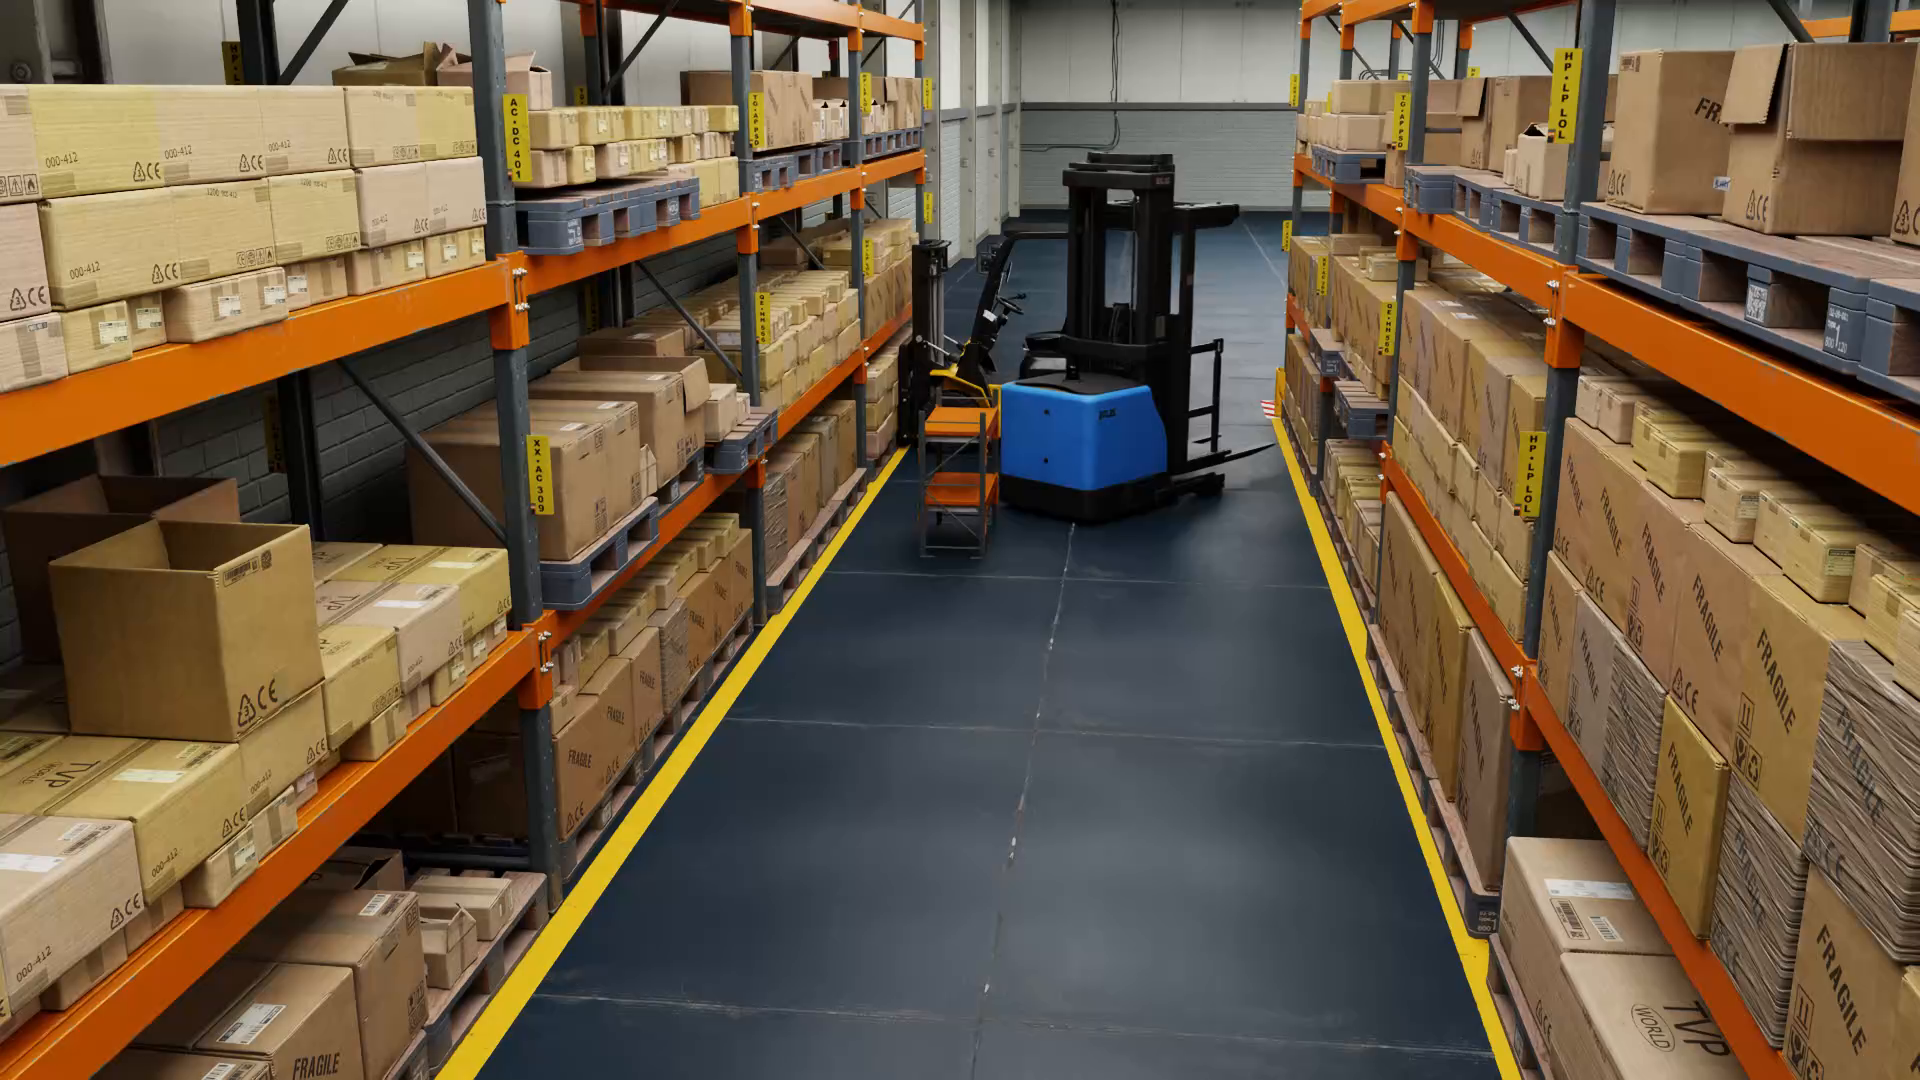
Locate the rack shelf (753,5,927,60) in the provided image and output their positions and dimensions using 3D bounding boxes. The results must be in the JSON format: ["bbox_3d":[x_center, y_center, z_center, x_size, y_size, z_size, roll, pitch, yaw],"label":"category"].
[{"bbox_3d":[-1.114,-4.808,15.847,1.077,0.370,4.000,2,15,6],"label":"rack shelf"}]

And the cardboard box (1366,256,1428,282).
[{"bbox_3d":[3.046,-1.891,11.600,0.380,0.149,0.250,1,15,4],"label":"cardboard box"}]

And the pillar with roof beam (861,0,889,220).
[{"bbox_3d":[3.093,-7.142,22.335,9.100,9.000,0.400,2,15,6],"label":"pillar with roof beam"}]

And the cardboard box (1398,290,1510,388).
[{"bbox_3d":[2.843,-1.161,9.601,0.500,0.500,0.500,1,15,4],"label":"cardboard box"}]

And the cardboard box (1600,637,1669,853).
[{"bbox_3d":[2.254,0.612,4.962,0.500,0.500,0.500,2,15,7],"label":"cardboard box"}]

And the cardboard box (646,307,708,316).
[{"bbox_3d":[-1.988,-1.550,11.713,0.380,0.149,0.250,1,15,5],"label":"cardboard box"}]

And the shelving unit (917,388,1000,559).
[{"bbox_3d":[-0.001,-0.541,13.009,0.538,1.125,1.048,2,15,6],"label":"shelving unit"}]

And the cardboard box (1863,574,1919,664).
[{"bbox_3d":[2.100,0.181,3.396,0.380,0.149,0.250,2,15,8],"label":"cardboard box"}]

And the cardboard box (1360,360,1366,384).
[{"bbox_3d":[2.924,-1.127,11.262,0.380,0.149,0.250,1,15,4],"label":"cardboard box"}]

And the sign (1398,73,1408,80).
[{"bbox_3d":[4.594,-4.679,17.278,0.100,0.325,0.005,2,15,6],"label":"sign"}]

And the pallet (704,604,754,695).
[{"bbox_3d":[-1.912,0.643,10.380,1.003,0.211,1.213,2,15,6],"label":"pallet"}]

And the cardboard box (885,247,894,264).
[{"bbox_3d":[-0.848,-2.770,16.225,0.380,0.149,0.250,1,15,5],"label":"cardboard box"}]

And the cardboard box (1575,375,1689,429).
[{"bbox_3d":[2.397,-0.483,5.852,0.380,0.149,0.250,1,15,5],"label":"cardboard box"}]

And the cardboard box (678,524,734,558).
[{"bbox_3d":[-1.595,0.002,10.149,0.380,0.149,0.250,1,15,3],"label":"cardboard box"}]

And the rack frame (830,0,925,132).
[{"bbox_3d":[-0.888,-5.867,17.619,1.000,3.000,0.127,2,15,6],"label":"rack frame"}]

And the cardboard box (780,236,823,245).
[{"bbox_3d":[-1.502,-2.796,15.753,0.380,0.149,0.250,1,15,5],"label":"cardboard box"}]

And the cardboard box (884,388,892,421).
[{"bbox_3d":[-0.923,-1.297,15.718,0.500,0.250,0.500,2,15,6],"label":"cardboard box"}]

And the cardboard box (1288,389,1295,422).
[{"bbox_3d":[3.614,-1.368,16.936,0.500,0.250,0.500,2,15,8],"label":"cardboard box"}]

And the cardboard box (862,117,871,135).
[{"bbox_3d":[-0.987,-3.618,14.536,0.380,0.149,0.250,2,15,7],"label":"cardboard box"}]

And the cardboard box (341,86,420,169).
[{"bbox_3d":[-2.108,-1.349,5.418,0.500,0.250,0.500,1,15,5],"label":"cardboard box"}]

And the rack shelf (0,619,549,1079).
[{"bbox_3d":[-2.468,1.008,5.067,1.077,0.370,4.000,2,15,6],"label":"rack shelf"}]

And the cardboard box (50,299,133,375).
[{"bbox_3d":[-2.224,-0.488,3.955,0.380,0.149,0.250,2,15,6],"label":"cardboard box"}]

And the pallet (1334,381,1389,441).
[{"bbox_3d":[3.116,-0.846,10.912,1.213,0.211,1.003,2,15,6],"label":"pallet"}]

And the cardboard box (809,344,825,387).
[{"bbox_3d":[-1.325,-1.330,12.621,0.500,0.250,0.500,2,15,8],"label":"cardboard box"}]

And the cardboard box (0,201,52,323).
[{"bbox_3d":[-2.335,-0.580,3.530,0.500,0.250,0.500,2,15,7],"label":"cardboard box"}]

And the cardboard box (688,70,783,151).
[{"bbox_3d":[-1.467,-2.824,10.924,0.500,0.500,0.500,2,15,7],"label":"cardboard box"}]

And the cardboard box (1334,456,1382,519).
[{"bbox_3d":[3.459,-0.400,13.123,0.950,0.372,0.625,3,15,10],"label":"cardboard box"}]

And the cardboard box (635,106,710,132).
[{"bbox_3d":[-1.670,-2.445,9.663,0.380,0.149,0.250,1,15,4],"label":"cardboard box"}]

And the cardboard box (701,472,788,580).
[{"bbox_3d":[-1.707,-0.114,11.580,0.875,0.625,0.625,2,15,8],"label":"cardboard box"}]

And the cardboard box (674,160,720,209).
[{"bbox_3d":[-1.663,-2.001,9.356,0.500,0.250,0.500,2,15,6],"label":"cardboard box"}]

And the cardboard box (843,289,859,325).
[{"bbox_3d":[-1.141,-1.967,14.021,0.500,0.250,0.500,1,15,5],"label":"cardboard box"}]

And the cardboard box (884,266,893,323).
[{"bbox_3d":[-0.931,-2.356,15.936,0.500,0.500,0.500,2,15,6],"label":"cardboard box"}]

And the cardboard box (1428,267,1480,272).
[{"bbox_3d":[3.650,-1.794,12.483,0.500,0.500,0.500,2,15,8],"label":"cardboard box"}]

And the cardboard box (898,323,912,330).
[{"bbox_3d":[-0.630,-2.200,18.100,0.500,0.250,0.500,2,15,8],"label":"cardboard box"}]

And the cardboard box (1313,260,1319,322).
[{"bbox_3d":[3.447,-2.236,14.924,0.500,0.500,0.500,2,15,8],"label":"cardboard box"}]

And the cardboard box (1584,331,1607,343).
[{"bbox_3d":[3.167,-0.747,8.070,0.500,0.500,0.500,1,15,5],"label":"cardboard box"}]

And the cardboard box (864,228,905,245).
[{"bbox_3d":[-0.763,-3.043,16.664,0.380,0.149,0.250,2,15,7],"label":"cardboard box"}]

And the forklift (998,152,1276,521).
[{"bbox_3d":[1.697,-1.882,14.505,1.130,2.935,3.031,14,20,41],"label":"forklift"}]

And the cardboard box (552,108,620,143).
[{"bbox_3d":[-1.739,-1.848,7.417,0.380,0.149,0.250,1,15,5],"label":"cardboard box"}]

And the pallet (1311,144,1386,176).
[{"bbox_3d":[3.418,-2.988,13.080,1.213,0.211,1.003,2,15,6],"label":"pallet"}]

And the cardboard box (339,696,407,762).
[{"bbox_3d":[-2.098,0.624,5.591,0.380,0.149,0.250,1,15,5],"label":"cardboard box"}]

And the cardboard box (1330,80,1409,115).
[{"bbox_3d":[3.083,-3.338,12.540,0.500,0.250,0.500,1,15,5],"label":"cardboard box"}]

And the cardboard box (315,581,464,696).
[{"bbox_3d":[-2.099,0.340,5.875,0.500,0.250,0.500,2,15,6],"label":"cardboard box"}]

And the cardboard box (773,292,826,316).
[{"bbox_3d":[-1.225,-1.796,12.624,0.380,0.149,0.250,1,15,5],"label":"cardboard box"}]

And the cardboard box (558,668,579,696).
[{"bbox_3d":[-1.983,0.673,7.668,0.380,0.149,0.250,1,15,5],"label":"cardboard box"}]

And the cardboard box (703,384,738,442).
[{"bbox_3d":[-1.588,-0.743,9.646,0.500,0.250,0.500,1,15,4],"label":"cardboard box"}]

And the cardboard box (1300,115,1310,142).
[{"bbox_3d":[3.657,-4.092,16.519,0.500,0.250,0.500,1,15,5],"label":"cardboard box"}]

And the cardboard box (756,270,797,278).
[{"bbox_3d":[-1.592,-2.210,14.154,0.380,0.149,0.250,1,15,5],"label":"cardboard box"}]

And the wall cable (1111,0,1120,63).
[{"bbox_3d":[5.858,-15.078,47.957,3.097,2.526,0.112,2,15,6],"label":"wall cable"}]

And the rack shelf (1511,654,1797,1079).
[{"bbox_3d":[2.465,1.153,4.530,1.077,0.370,4.000,2,15,6],"label":"rack shelf"}]

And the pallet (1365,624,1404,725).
[{"bbox_3d":[2.978,0.798,9.807,1.003,0.211,1.213,2,15,6],"label":"pallet"}]

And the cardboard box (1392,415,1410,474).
[{"bbox_3d":[2.837,-0.559,9.769,0.500,0.250,0.500,1,15,5],"label":"cardboard box"}]

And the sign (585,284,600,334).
[{"bbox_3d":[-2.342,-1.470,10.635,0.100,0.325,0.005,2,15,6],"label":"sign"}]

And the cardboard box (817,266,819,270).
[{"bbox_3d":[-1.535,-2.588,15.553,0.380,0.149,0.250,2,15,7],"label":"cardboard box"}]
